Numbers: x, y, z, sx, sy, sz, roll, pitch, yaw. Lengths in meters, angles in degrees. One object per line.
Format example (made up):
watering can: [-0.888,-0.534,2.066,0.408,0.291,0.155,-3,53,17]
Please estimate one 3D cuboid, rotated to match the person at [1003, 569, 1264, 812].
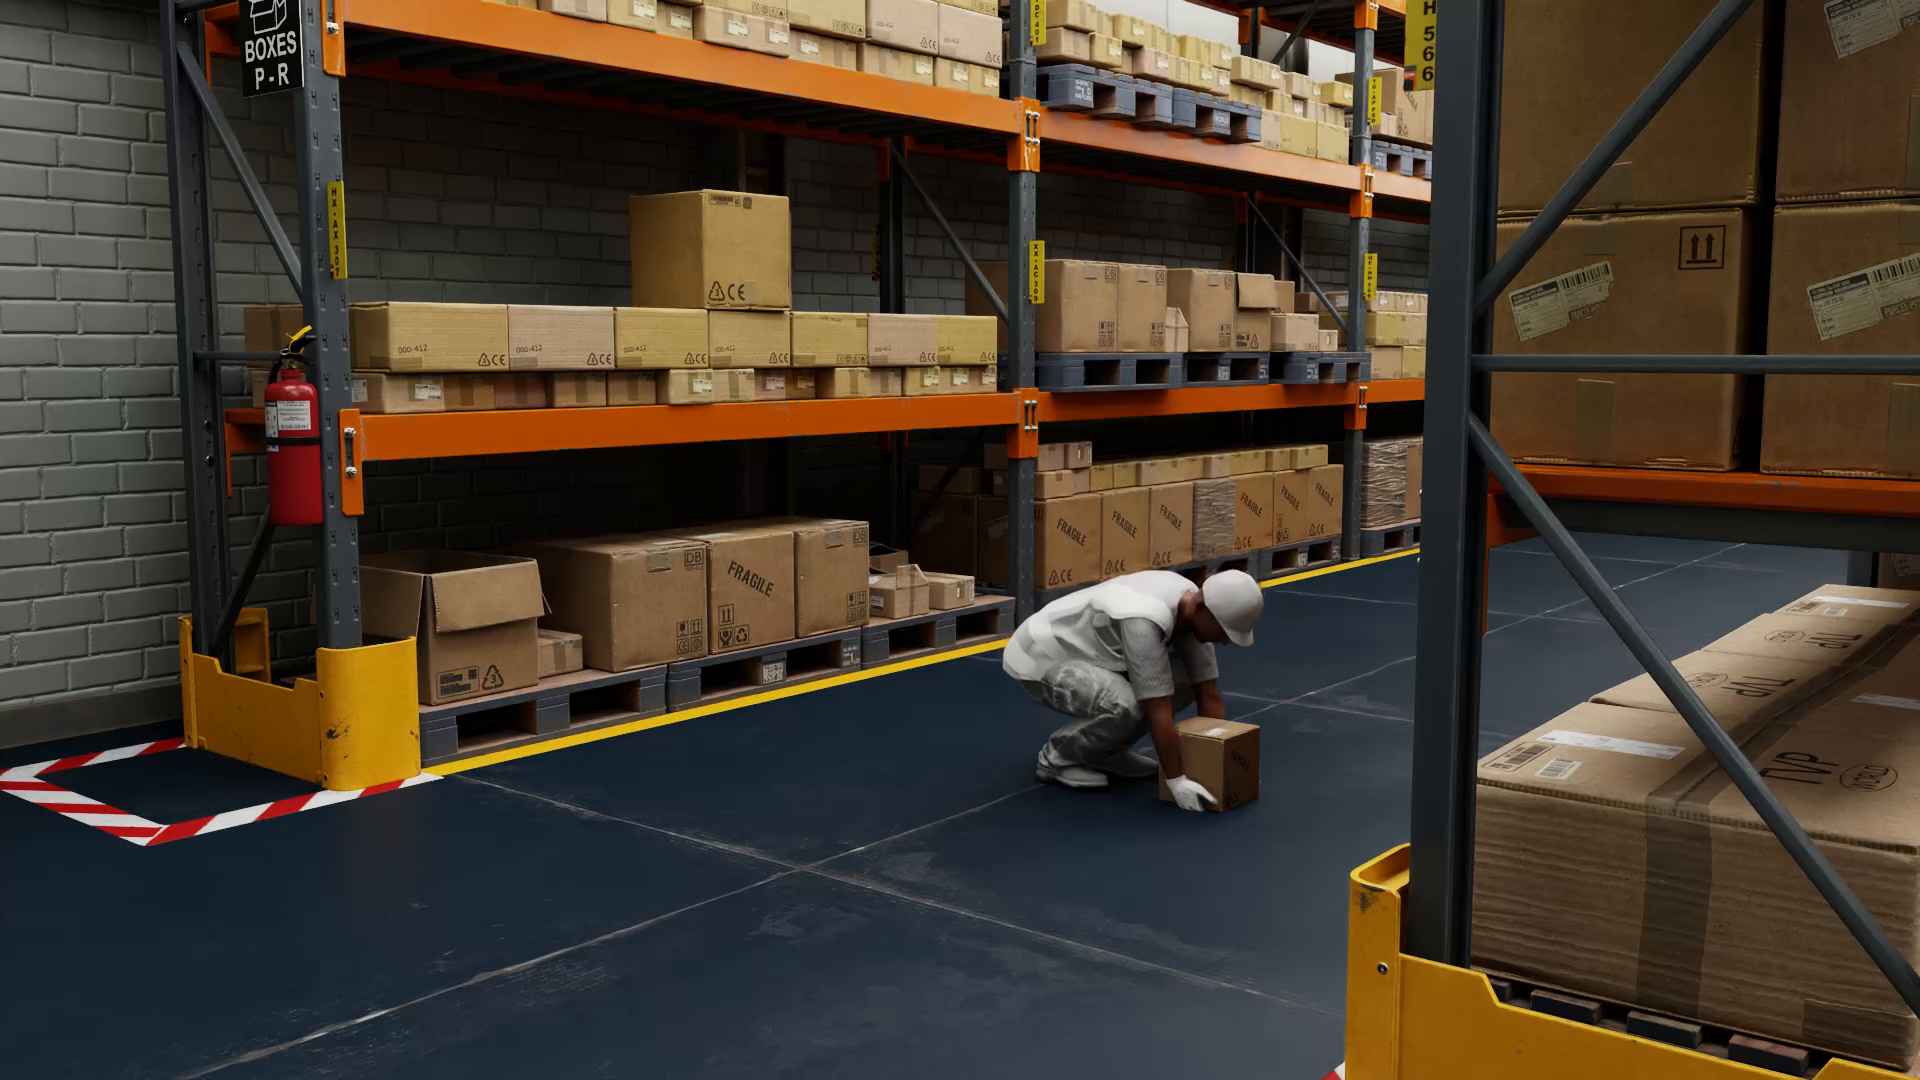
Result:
person: [0.620,0.514,5.879,0.937,0.876,0.575,5,8,38]
